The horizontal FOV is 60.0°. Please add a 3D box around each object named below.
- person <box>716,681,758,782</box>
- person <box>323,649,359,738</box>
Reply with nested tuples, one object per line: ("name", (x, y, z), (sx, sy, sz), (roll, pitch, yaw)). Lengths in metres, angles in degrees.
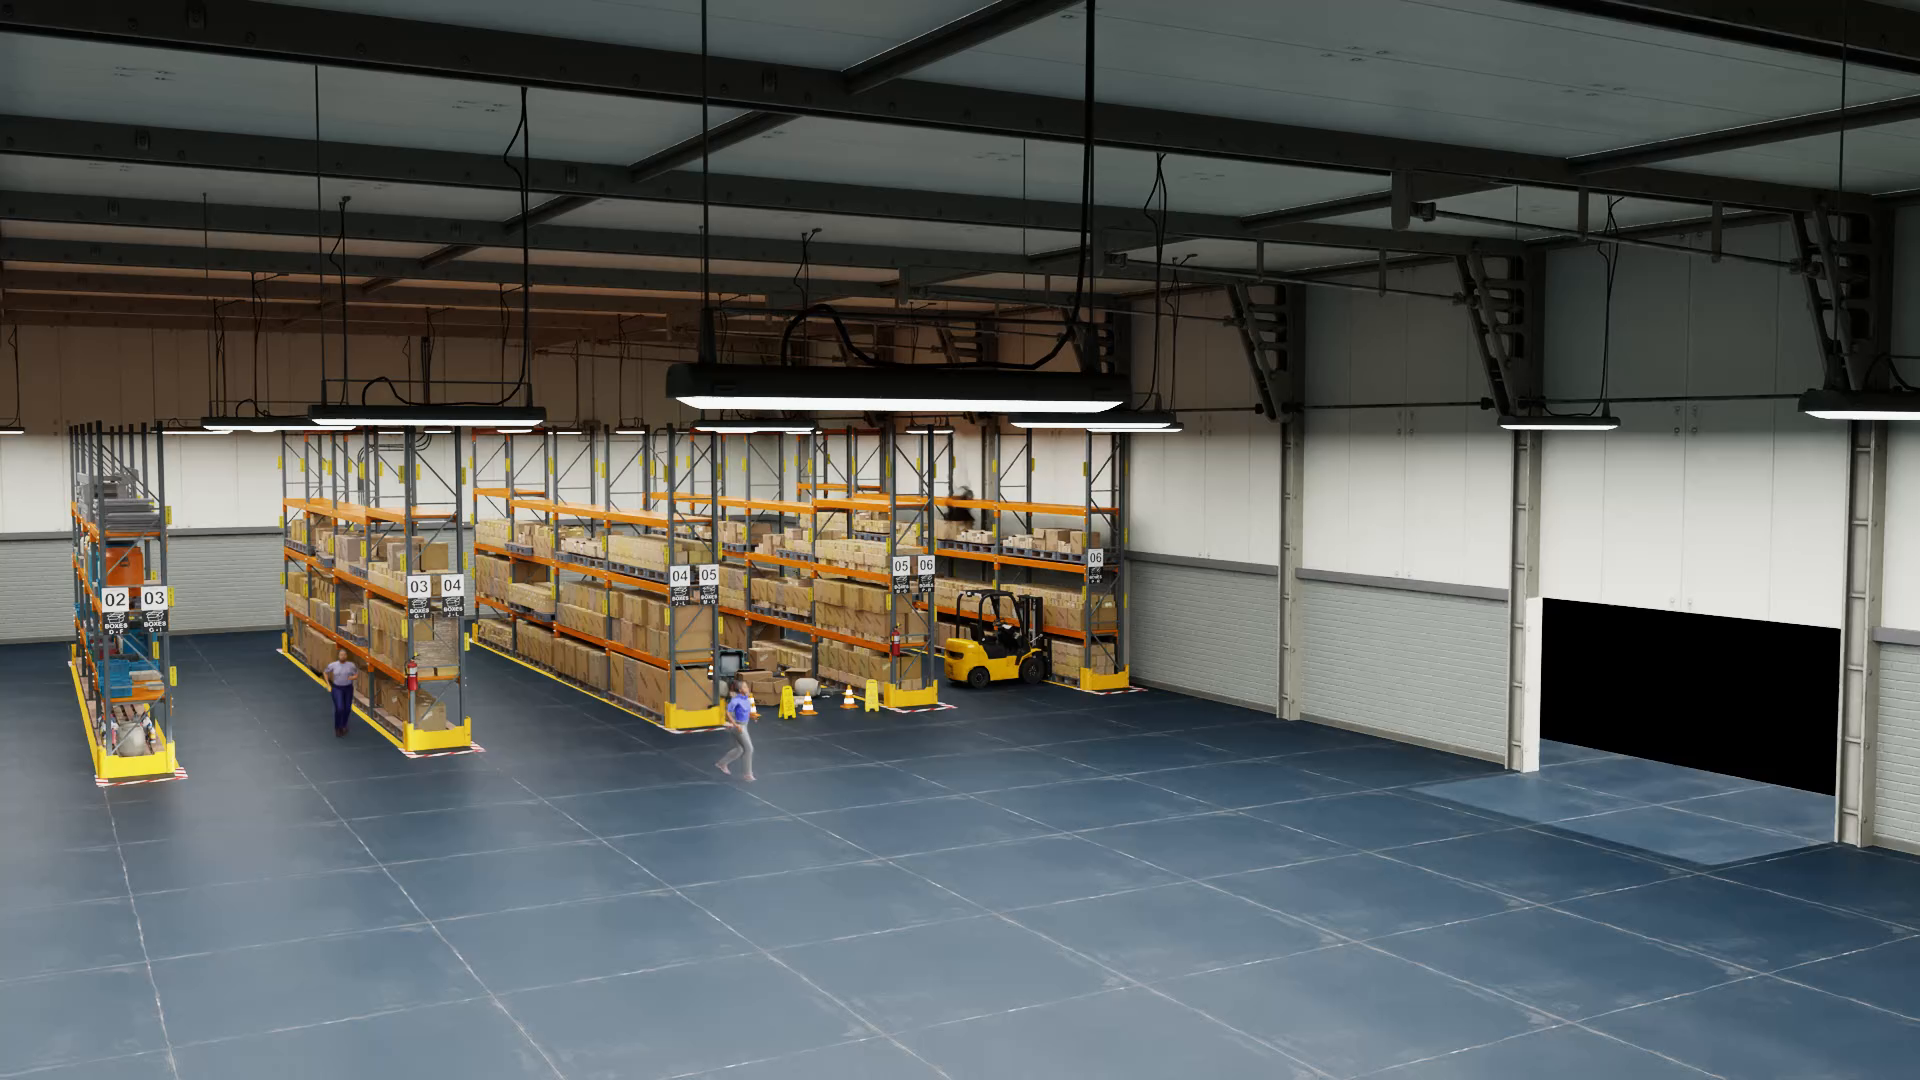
("person", (-3.711, 3.209, 27.770), (0.748, 1.672, 0.609), (1, 4, 13))
("person", (-11.838, 2.941, 31.888), (0.578, 1.701, 0.700), (-3, 4, -36))
